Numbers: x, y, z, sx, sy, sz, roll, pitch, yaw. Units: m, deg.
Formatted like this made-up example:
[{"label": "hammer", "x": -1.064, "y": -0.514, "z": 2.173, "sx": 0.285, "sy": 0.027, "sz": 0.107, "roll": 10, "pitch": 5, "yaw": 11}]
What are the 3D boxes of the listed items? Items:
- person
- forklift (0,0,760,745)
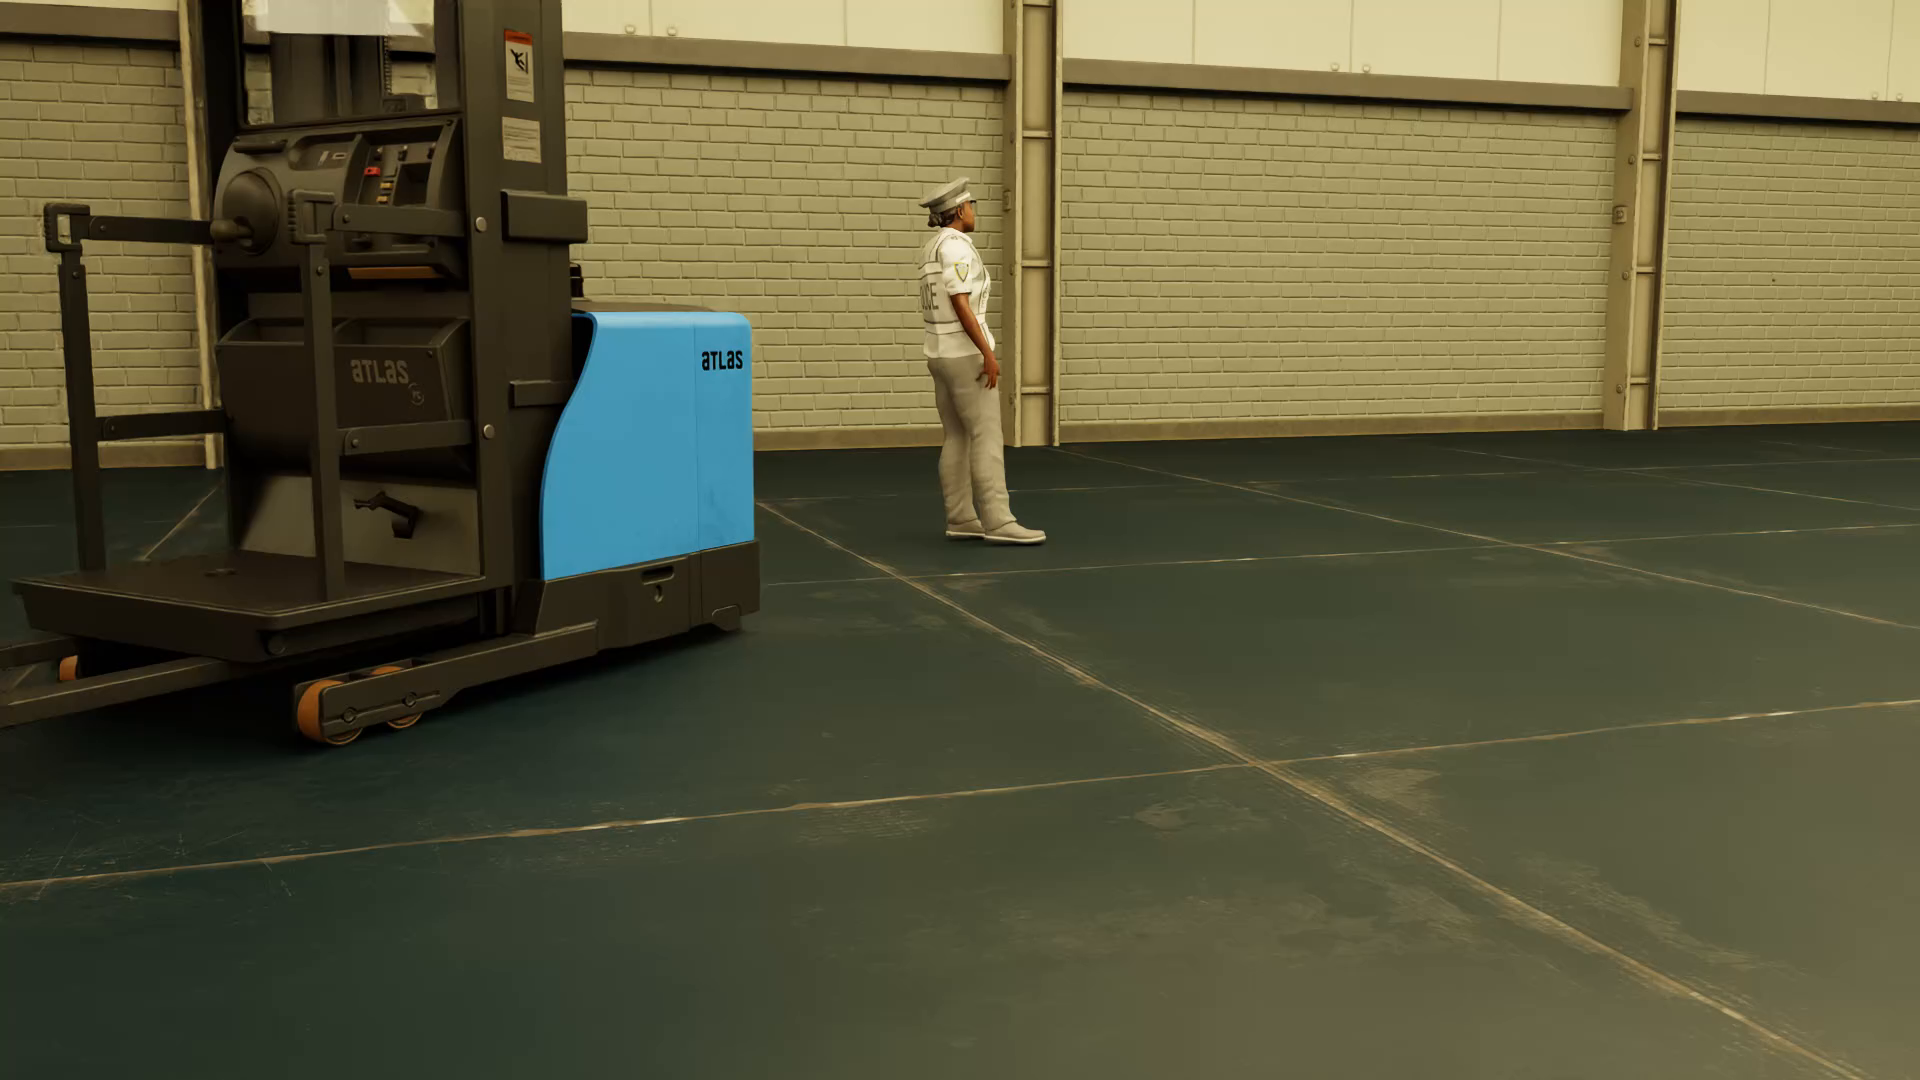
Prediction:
[{"label": "person", "x": 0.077, "y": -0.846, "z": 7.813, "sx": 0.530, "sy": 1.692, "sz": 0.569, "roll": -3, "pitch": 8, "yaw": -18}, {"label": "forklift", "x": -1.858, "y": -1.009, "z": 4.466, "sx": 1.130, "sy": 2.935, "sz": 3.031, "roll": 5, "pitch": 9, "yaw": 30}]
